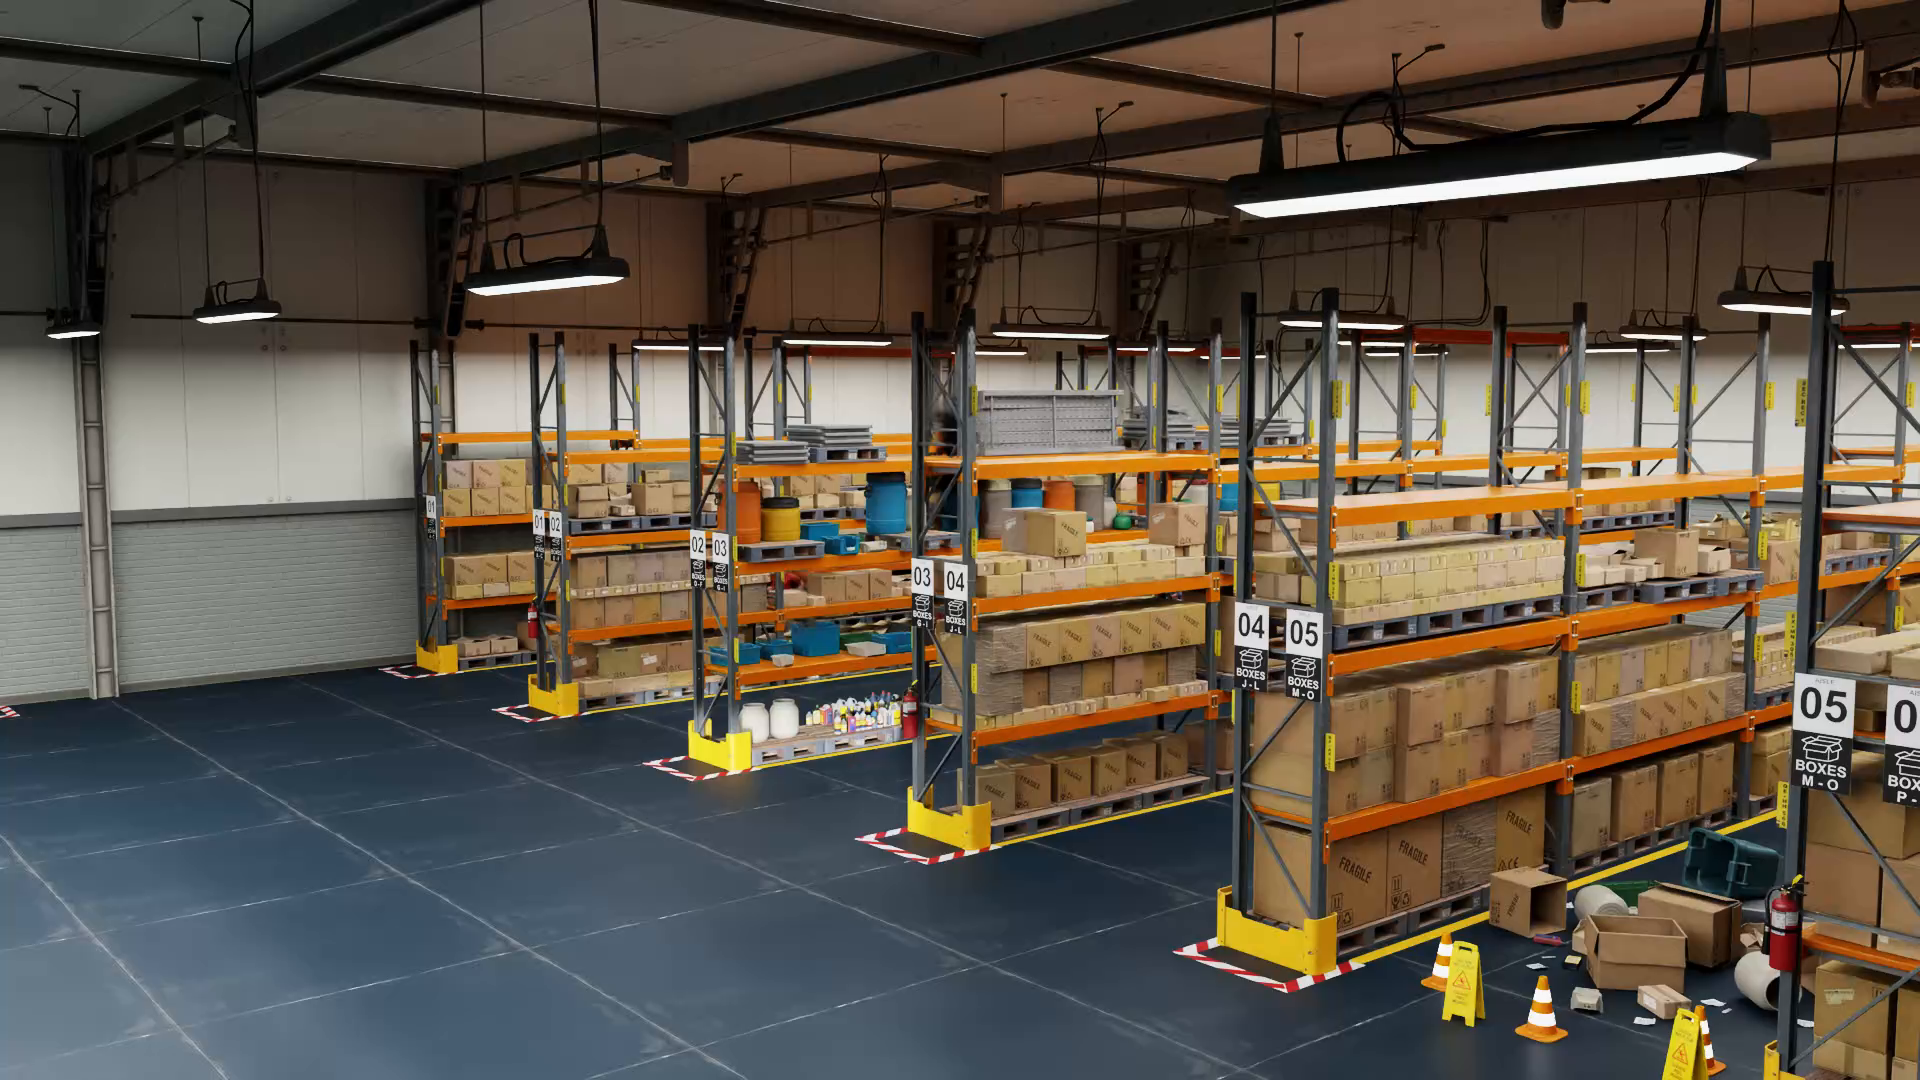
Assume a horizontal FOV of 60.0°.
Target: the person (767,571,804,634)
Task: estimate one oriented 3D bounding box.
[{"bbox_3d":[-3.484,1.290,32.741,0.613,1.790,0.855,5,7,44],"label":"person"}]
